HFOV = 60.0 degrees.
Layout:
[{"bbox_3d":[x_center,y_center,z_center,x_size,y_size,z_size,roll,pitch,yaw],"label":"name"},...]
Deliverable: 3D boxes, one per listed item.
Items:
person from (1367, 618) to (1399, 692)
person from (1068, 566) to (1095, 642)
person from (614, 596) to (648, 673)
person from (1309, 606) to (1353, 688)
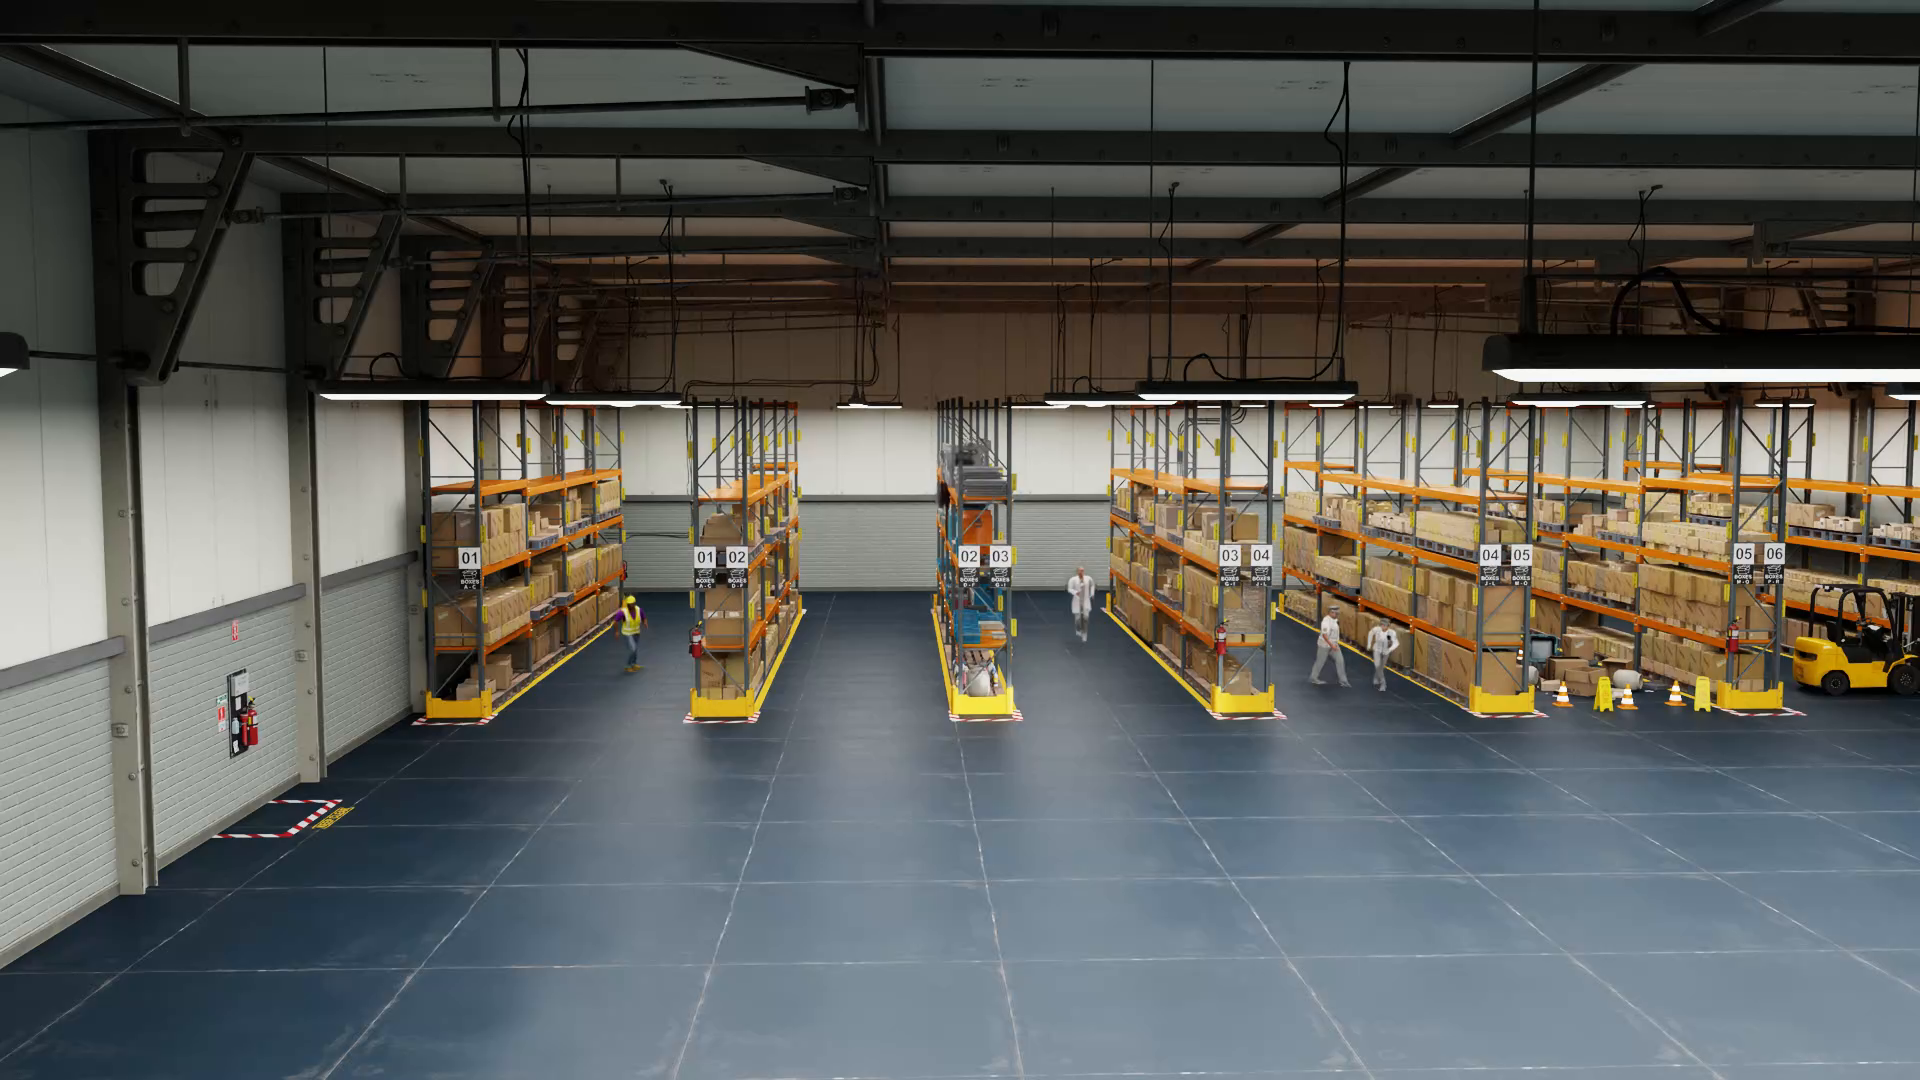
[{"bbox_3d":[8.696,2.314,34.230,0.610,1.508,0.998,1,4,9],"label":"person"},{"bbox_3d":[2.941,1.556,40.225,0.683,1.821,0.846,0,4,-3],"label":"person"},{"bbox_3d":[-7.195,2.081,36.622,0.826,1.723,0.682,4,6,41],"label":"person"},{"bbox_3d":[7.682,2.232,34.638,0.642,1.771,0.887,-4,6,-39],"label":"person"}]
